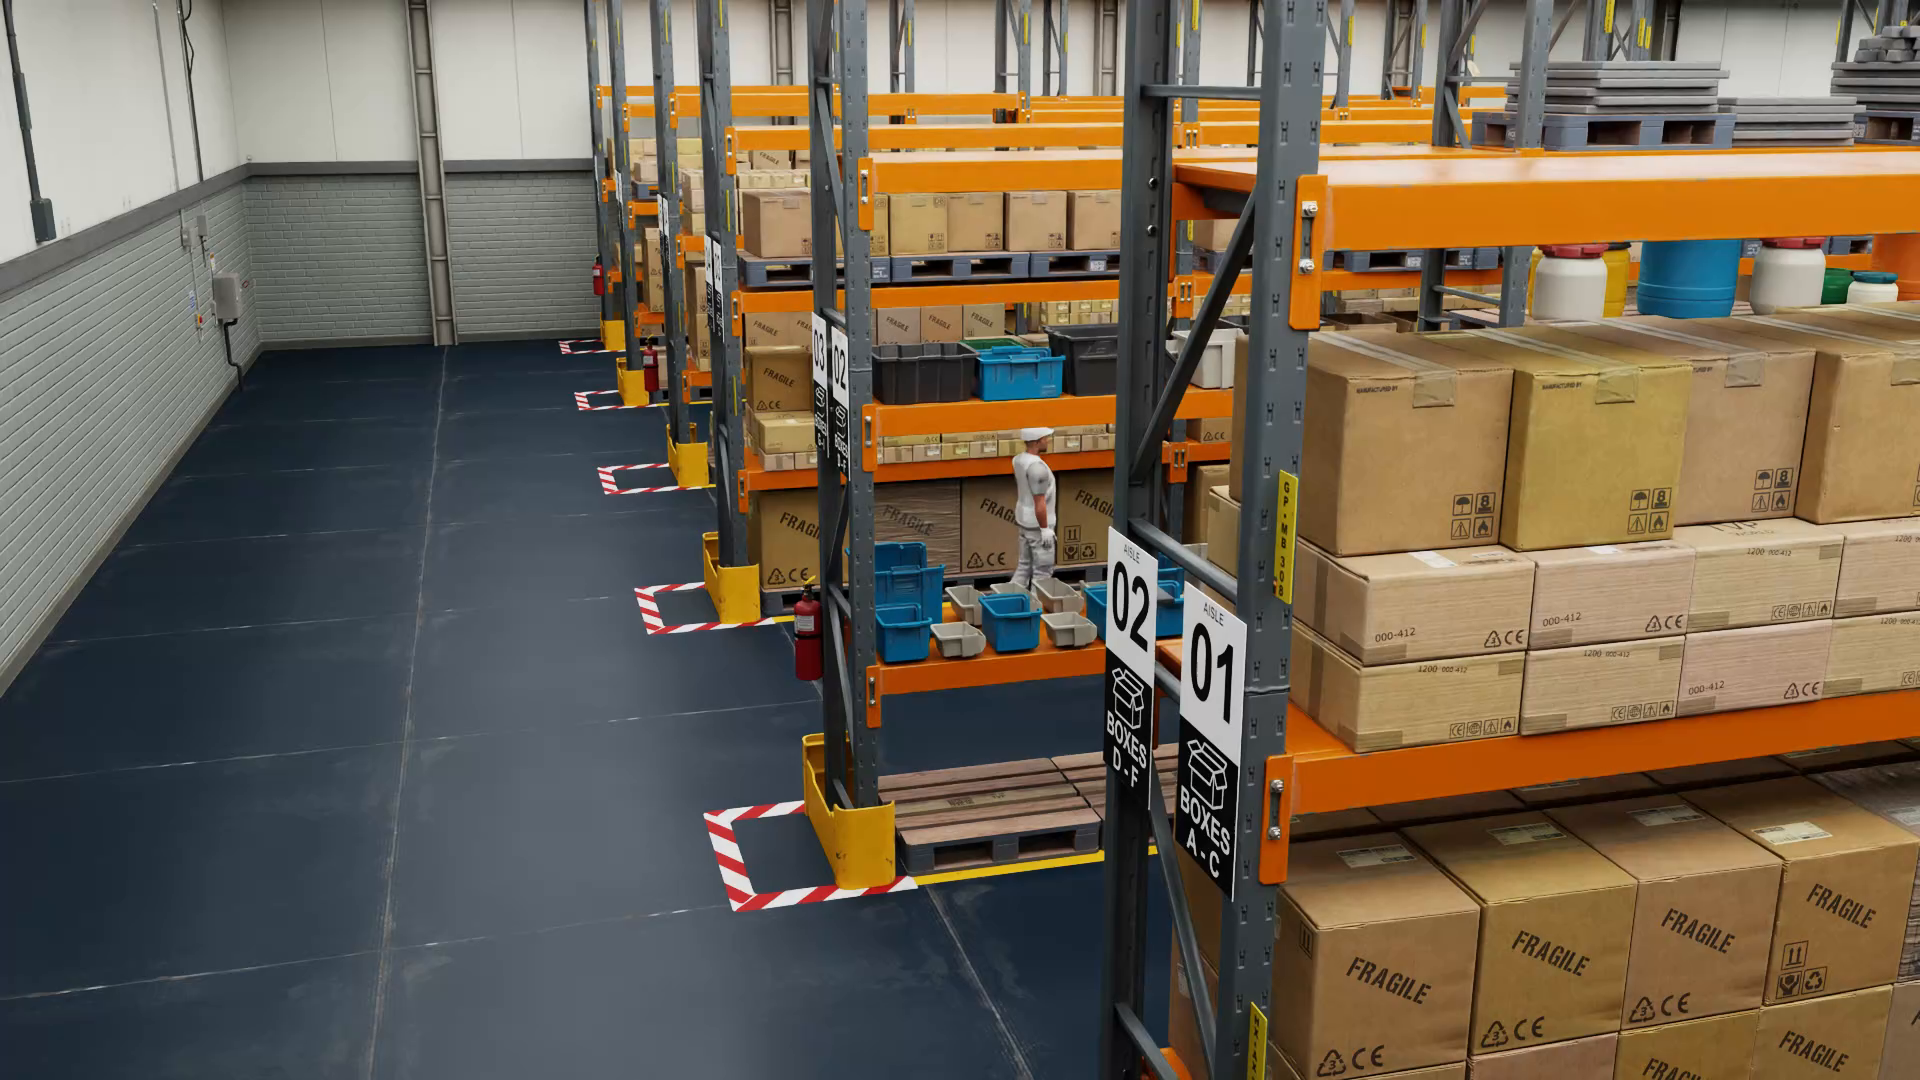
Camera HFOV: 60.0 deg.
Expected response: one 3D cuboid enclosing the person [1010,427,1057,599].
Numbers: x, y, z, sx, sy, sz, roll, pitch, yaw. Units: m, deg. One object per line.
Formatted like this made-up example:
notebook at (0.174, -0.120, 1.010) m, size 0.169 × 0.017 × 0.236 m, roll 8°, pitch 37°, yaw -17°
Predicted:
person at (0.645, -0.108, 13.908) m, size 0.486 × 1.821 × 0.526 m, roll -4°, pitch 16°, yaw -14°
